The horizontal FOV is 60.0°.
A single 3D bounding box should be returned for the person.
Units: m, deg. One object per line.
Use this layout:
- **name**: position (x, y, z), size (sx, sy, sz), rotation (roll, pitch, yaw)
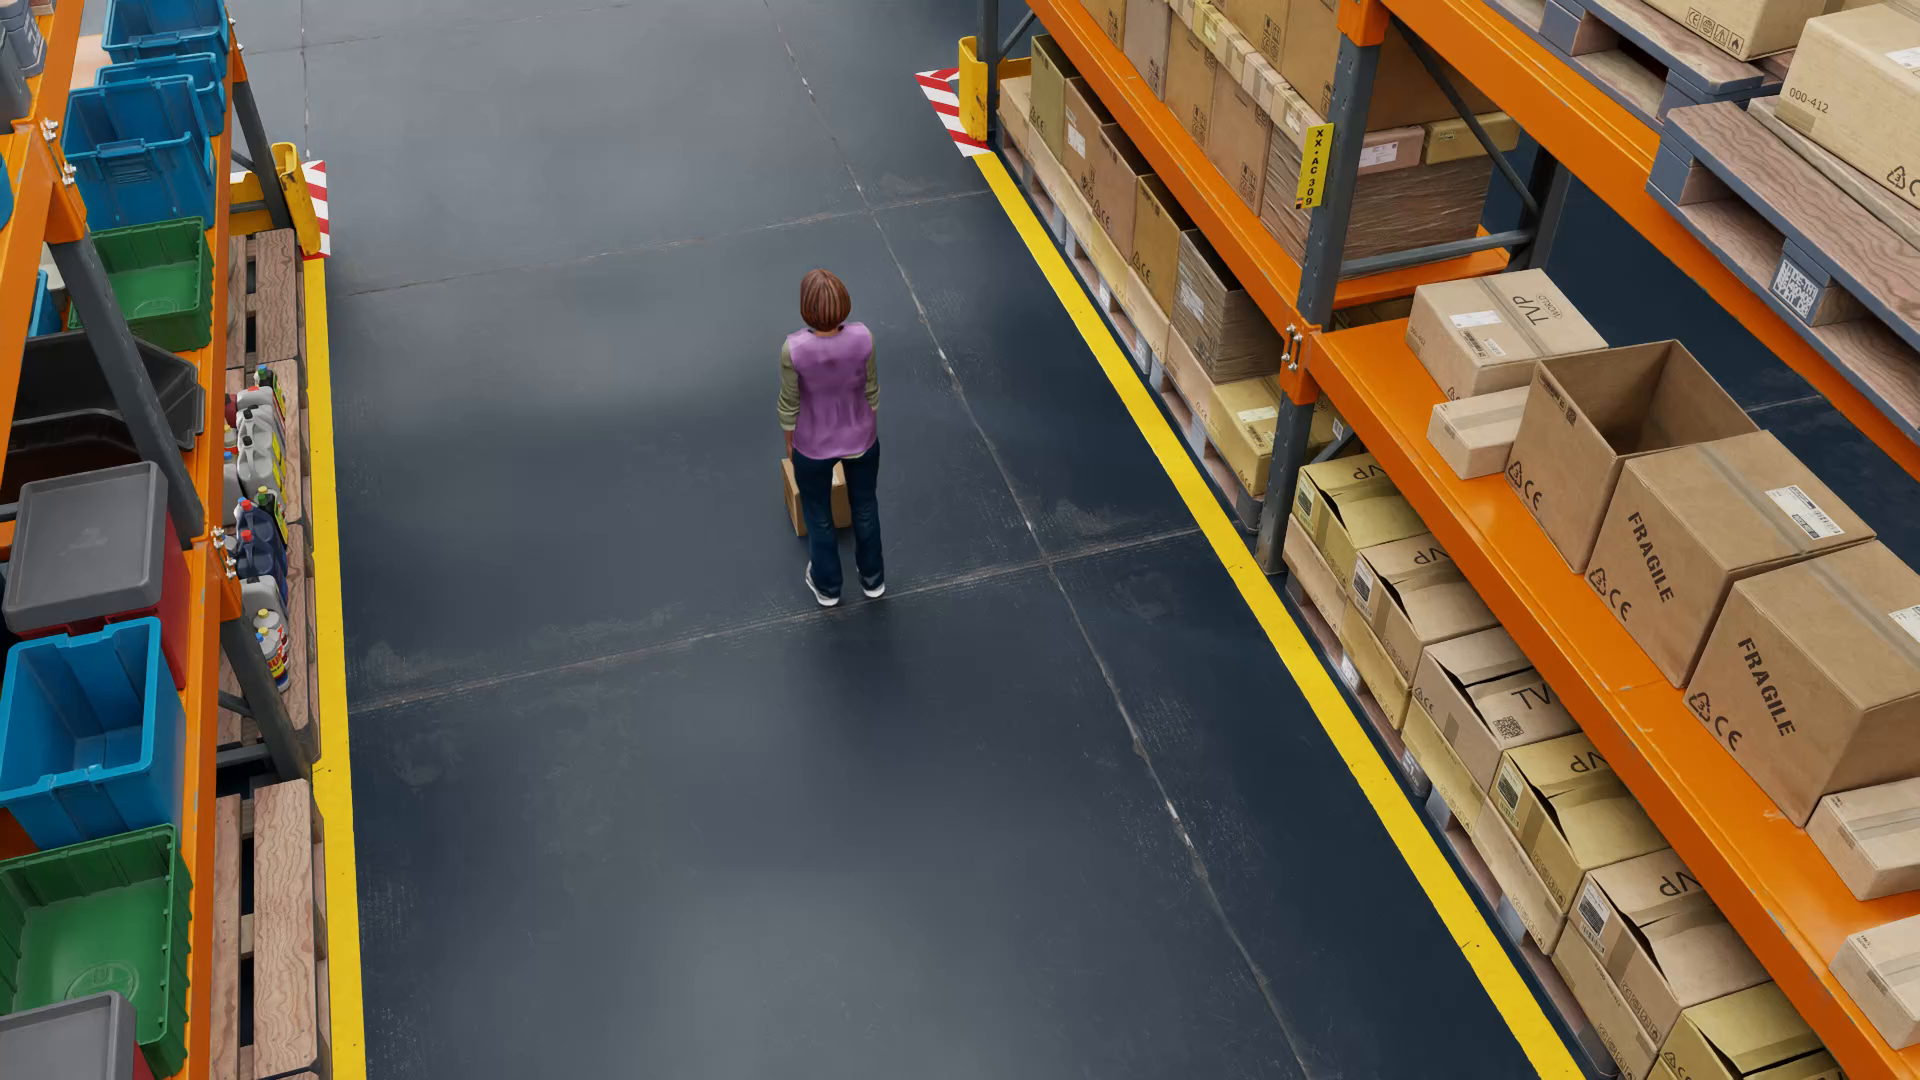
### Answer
- **person**: position (-0.511, -0.390, 6.590), size (0.404, 1.597, 0.308), rotation (-11, 44, -12)
